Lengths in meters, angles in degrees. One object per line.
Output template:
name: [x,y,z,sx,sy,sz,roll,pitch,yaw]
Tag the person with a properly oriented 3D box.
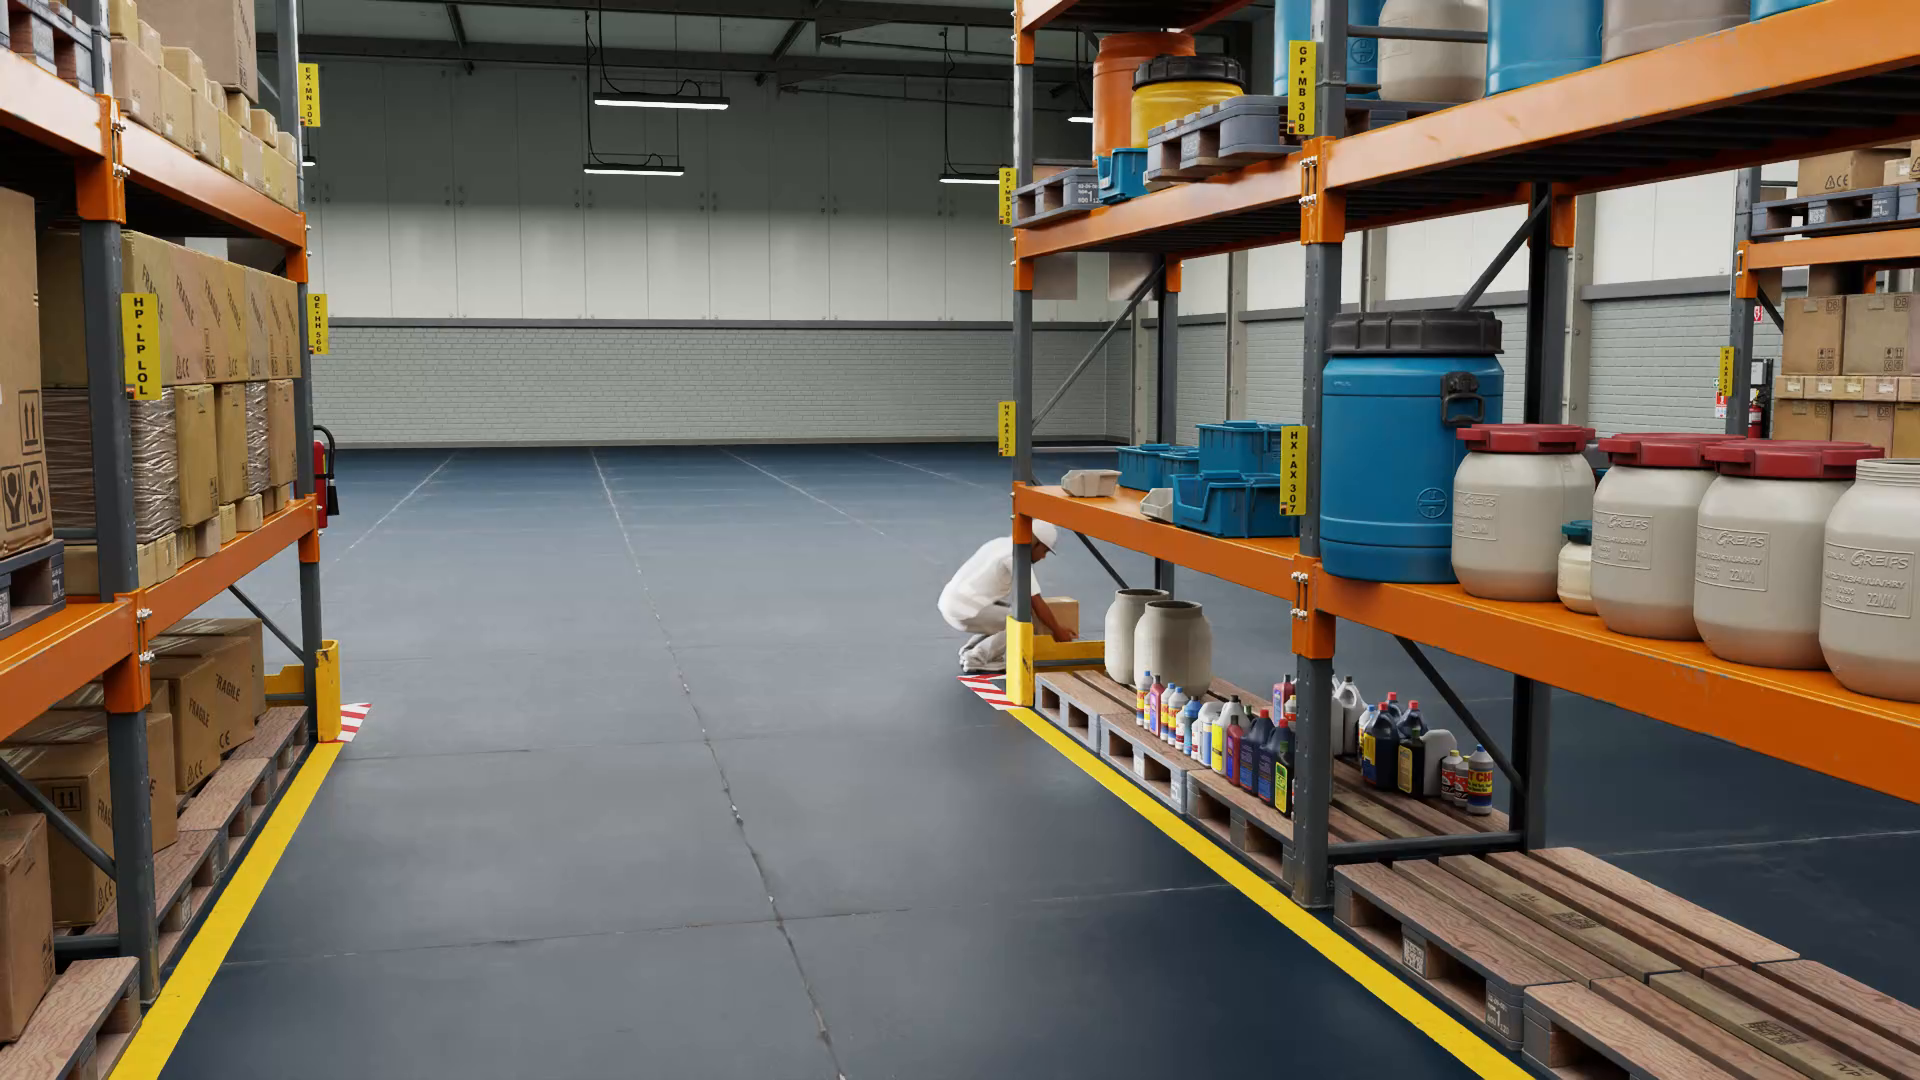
person: [0.312,0.359,11.137,0.911,1.000,0.575,-1,6,-7]
